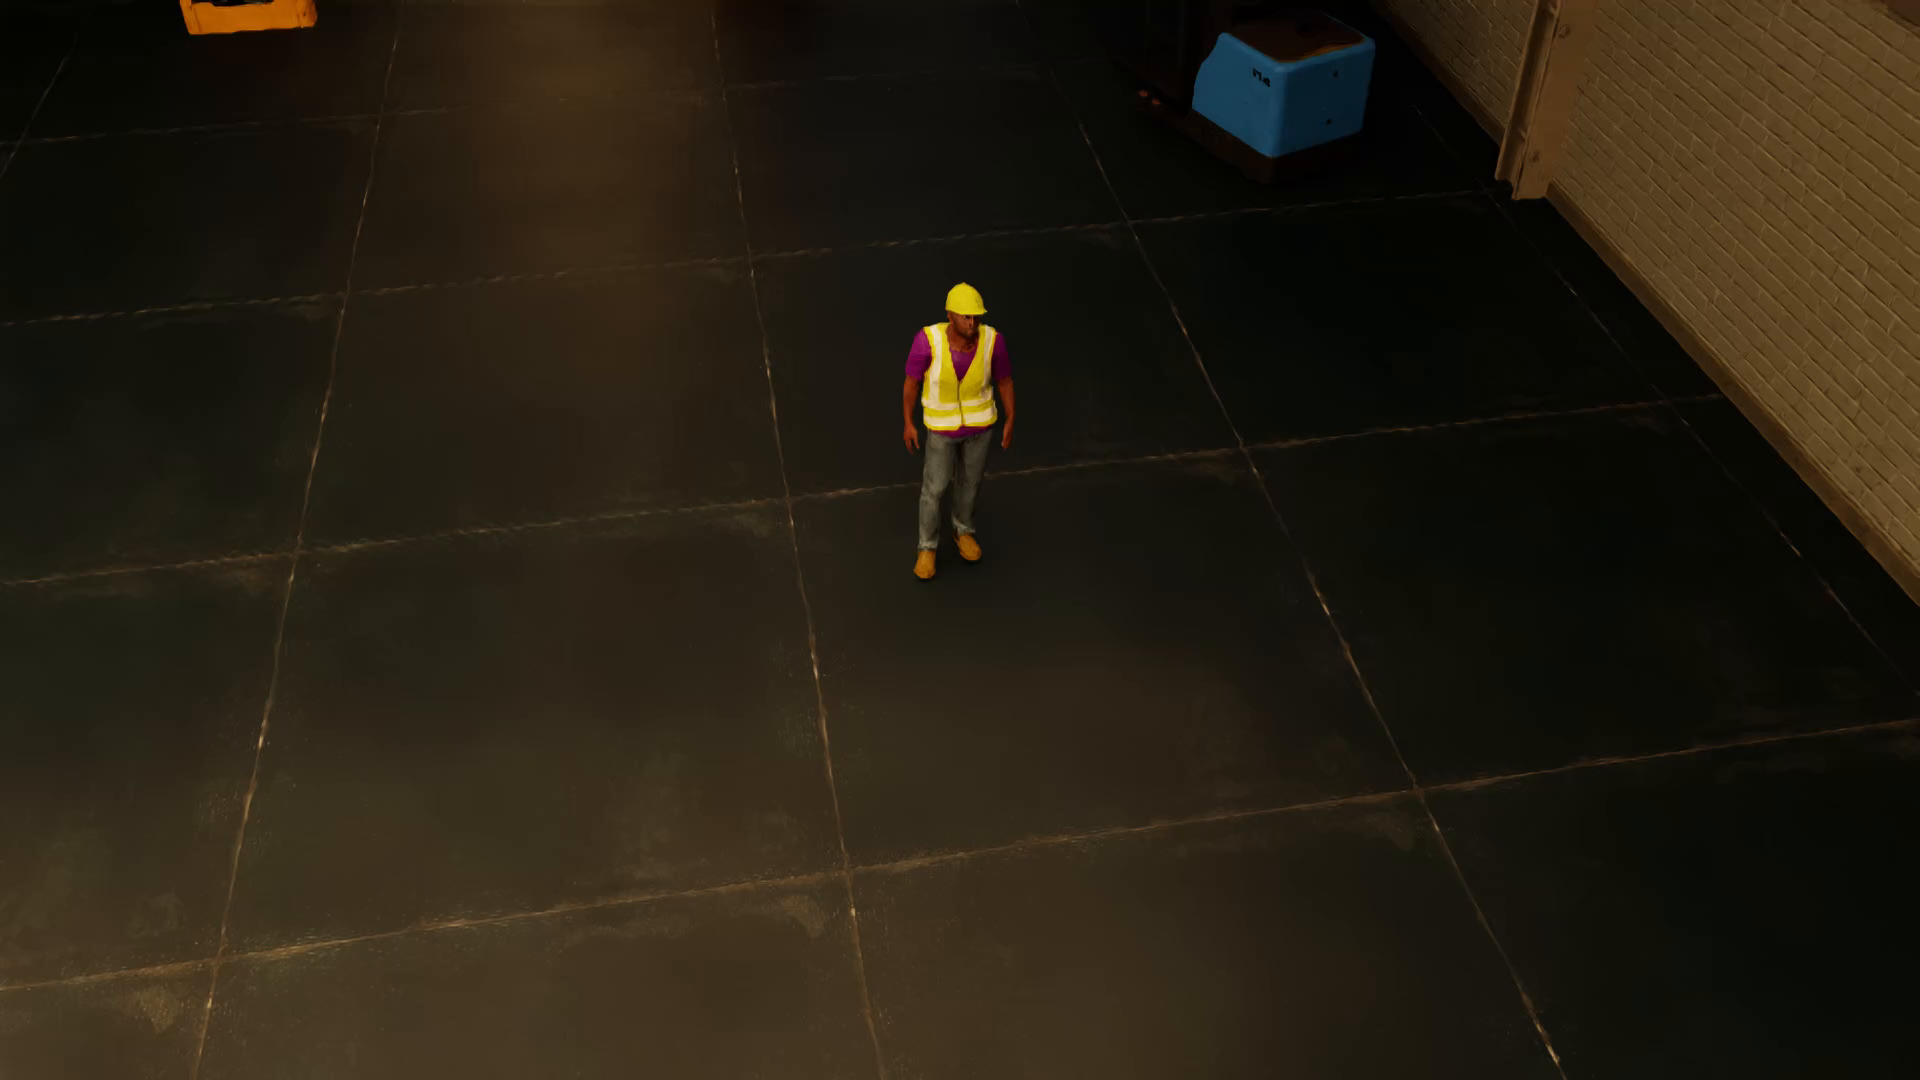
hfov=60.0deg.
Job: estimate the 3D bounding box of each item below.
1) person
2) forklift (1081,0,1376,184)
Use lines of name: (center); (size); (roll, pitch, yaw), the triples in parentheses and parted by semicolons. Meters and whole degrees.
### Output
person: (0.007, -0.633, 9.591); (0.665, 1.766, 0.576); (-7, 41, -8)
forklift: (2.170, -4.943, 13.773); (1.130, 2.935, 3.031); (-21, 44, -22)
